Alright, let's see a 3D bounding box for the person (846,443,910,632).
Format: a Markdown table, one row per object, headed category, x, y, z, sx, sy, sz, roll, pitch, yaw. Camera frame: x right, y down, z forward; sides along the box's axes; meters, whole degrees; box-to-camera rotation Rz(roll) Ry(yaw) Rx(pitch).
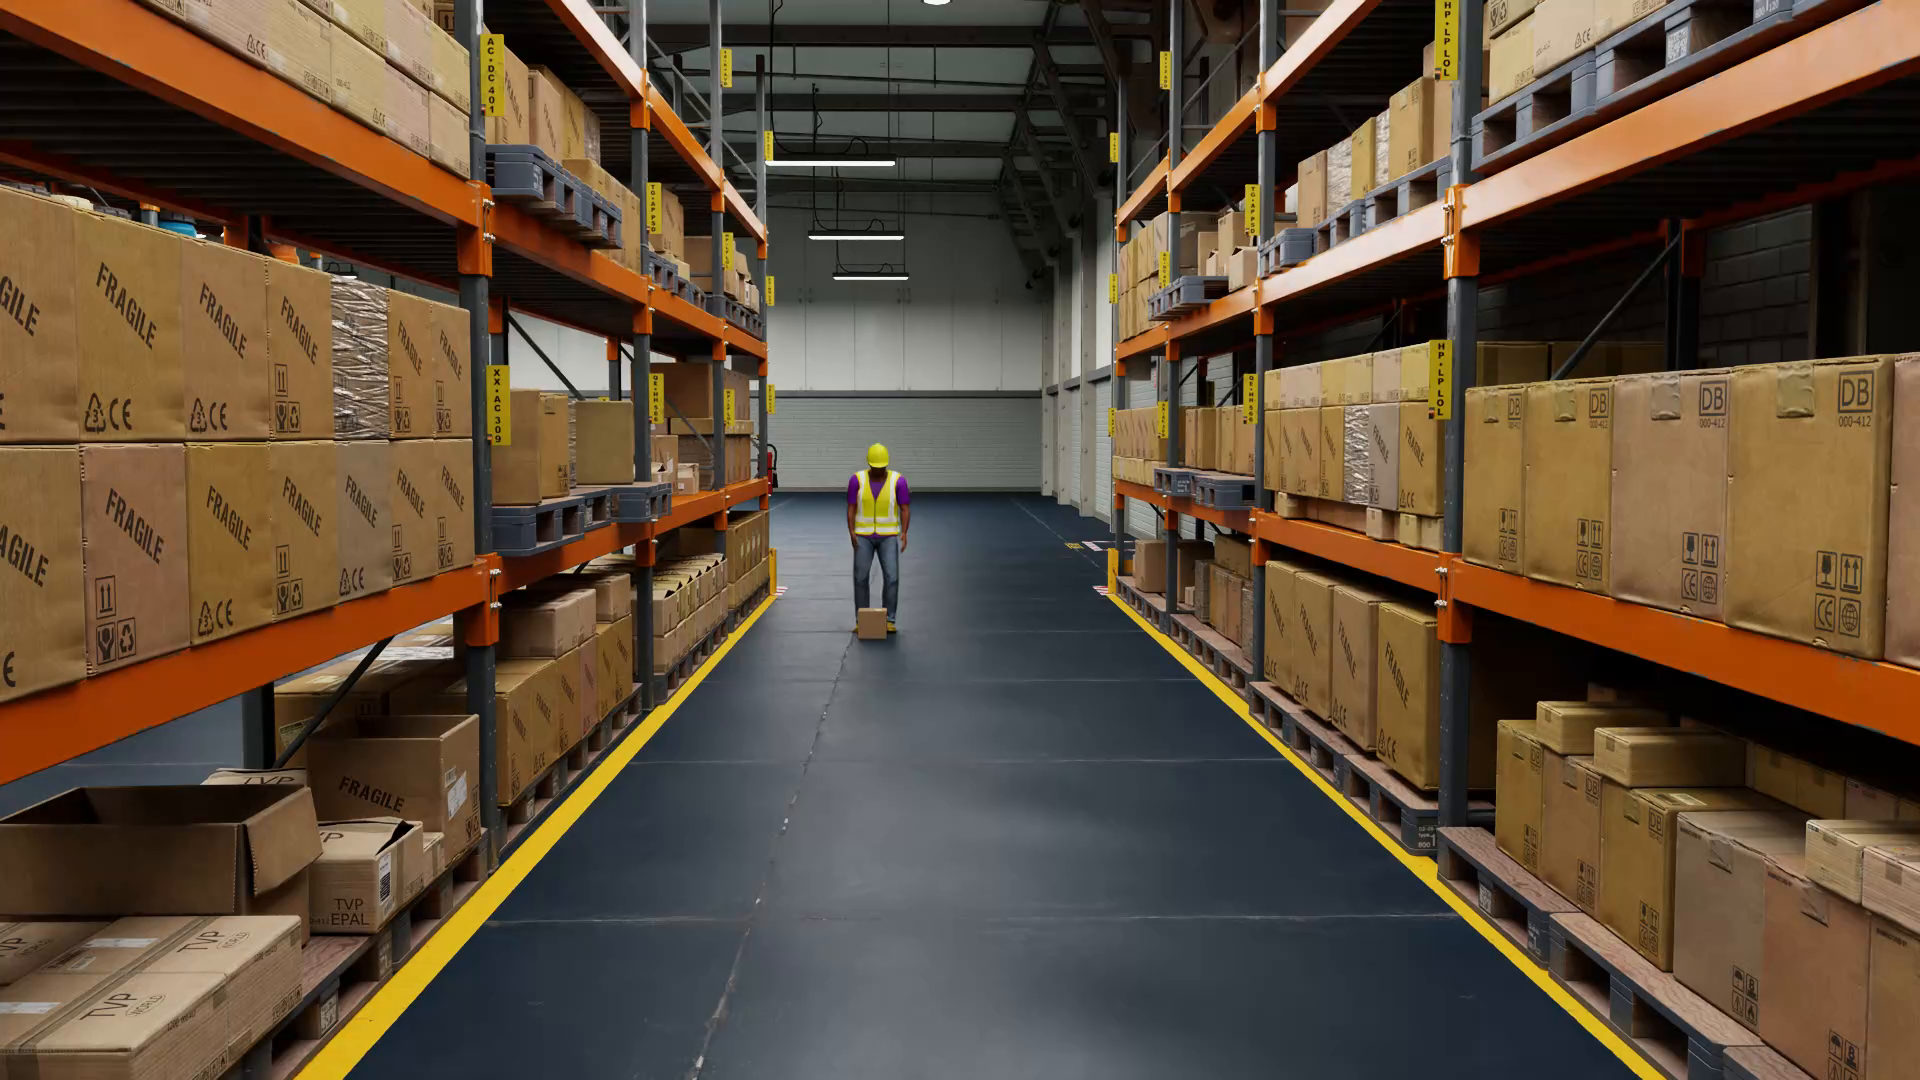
| category | x | y | z | sx | sy | sz | roll | pitch | yaw |
| --- | --- | --- | --- | --- | --- | --- | --- | --- | --- |
| person | -0.746 | -0.020 | 15.198 | 0.588 | 1.726 | 0.438 | 0 | 4 | 0 |
